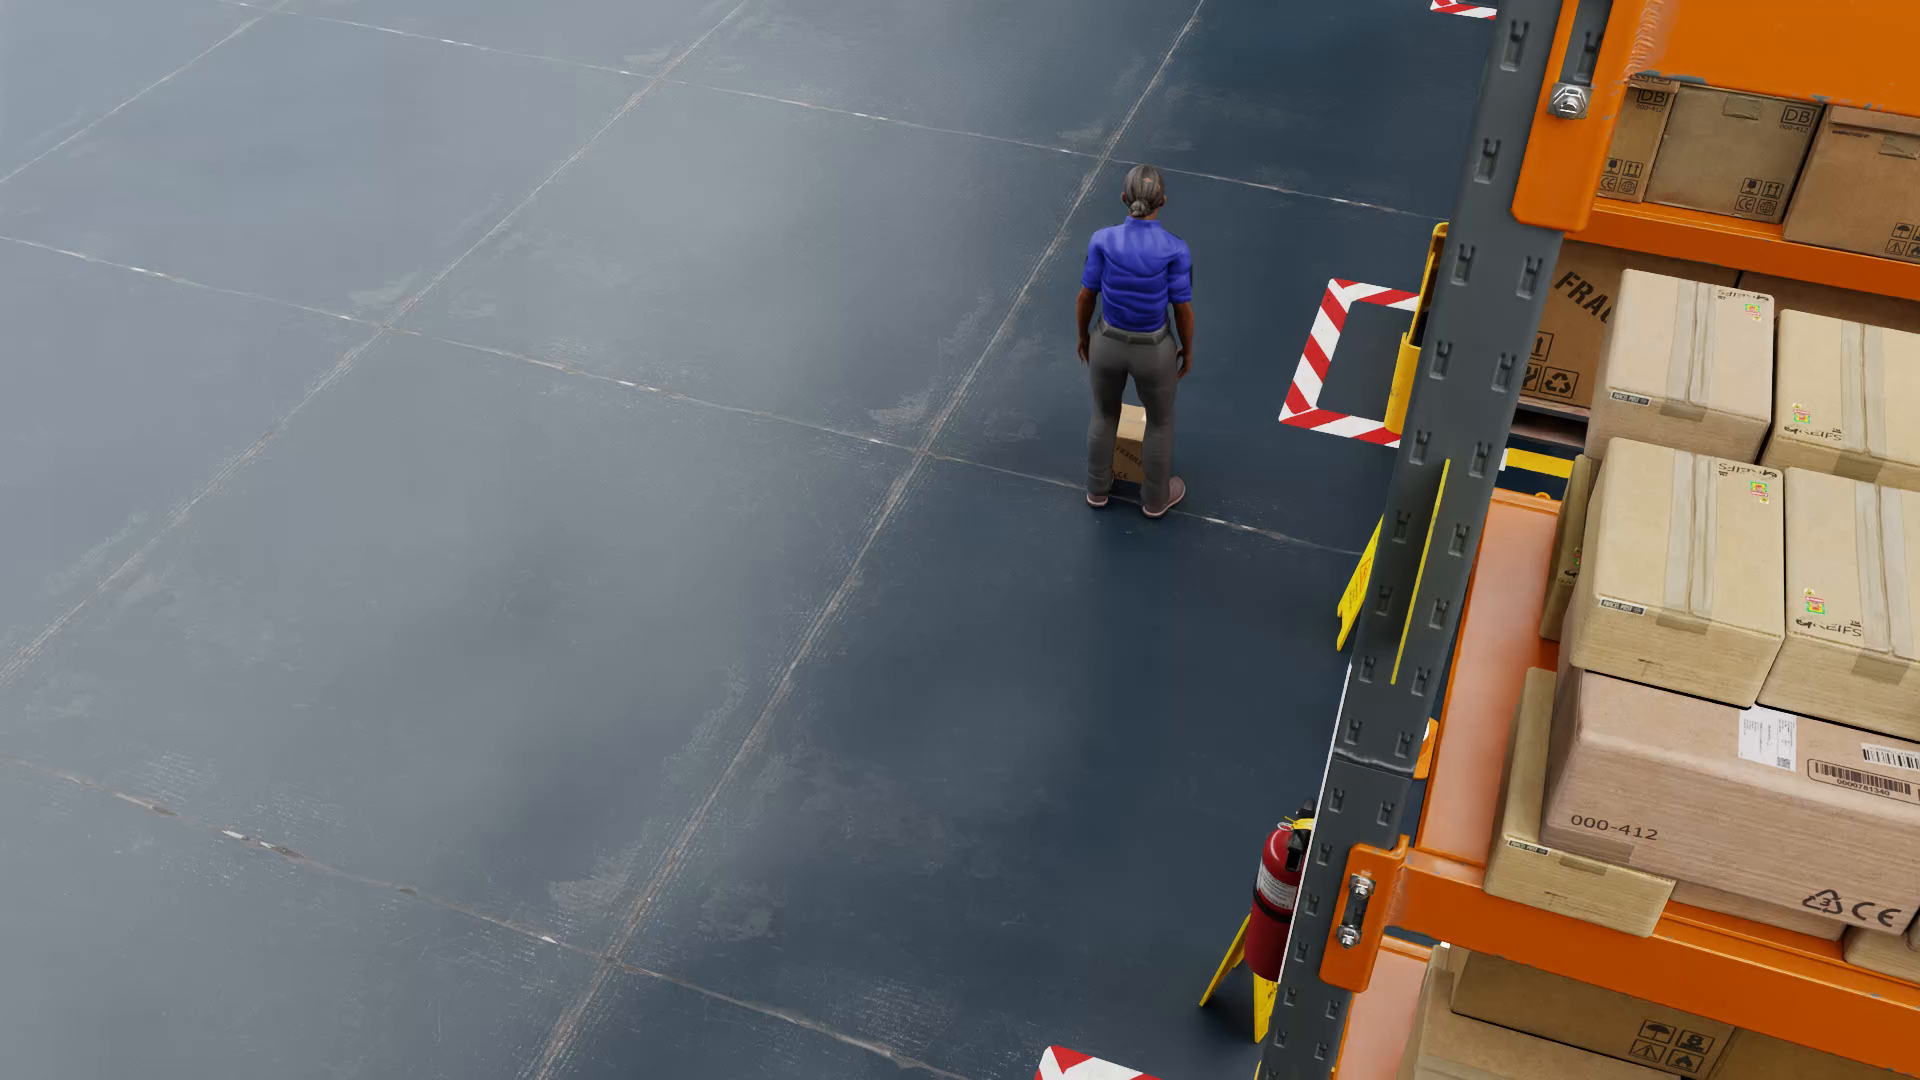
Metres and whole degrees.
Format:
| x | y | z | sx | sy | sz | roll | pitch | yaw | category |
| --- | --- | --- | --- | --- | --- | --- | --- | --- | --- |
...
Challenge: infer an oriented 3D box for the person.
| x | y | z | sx | sy | sz | roll | pitch | yaw | category |
| --- | --- | --- | --- | --- | --- | --- | --- | --- | --- |
| 0.751 | -0.819 | 7.080 | 0.529 | 1.656 | 0.346 | 12 | 43 | 13 | person |
